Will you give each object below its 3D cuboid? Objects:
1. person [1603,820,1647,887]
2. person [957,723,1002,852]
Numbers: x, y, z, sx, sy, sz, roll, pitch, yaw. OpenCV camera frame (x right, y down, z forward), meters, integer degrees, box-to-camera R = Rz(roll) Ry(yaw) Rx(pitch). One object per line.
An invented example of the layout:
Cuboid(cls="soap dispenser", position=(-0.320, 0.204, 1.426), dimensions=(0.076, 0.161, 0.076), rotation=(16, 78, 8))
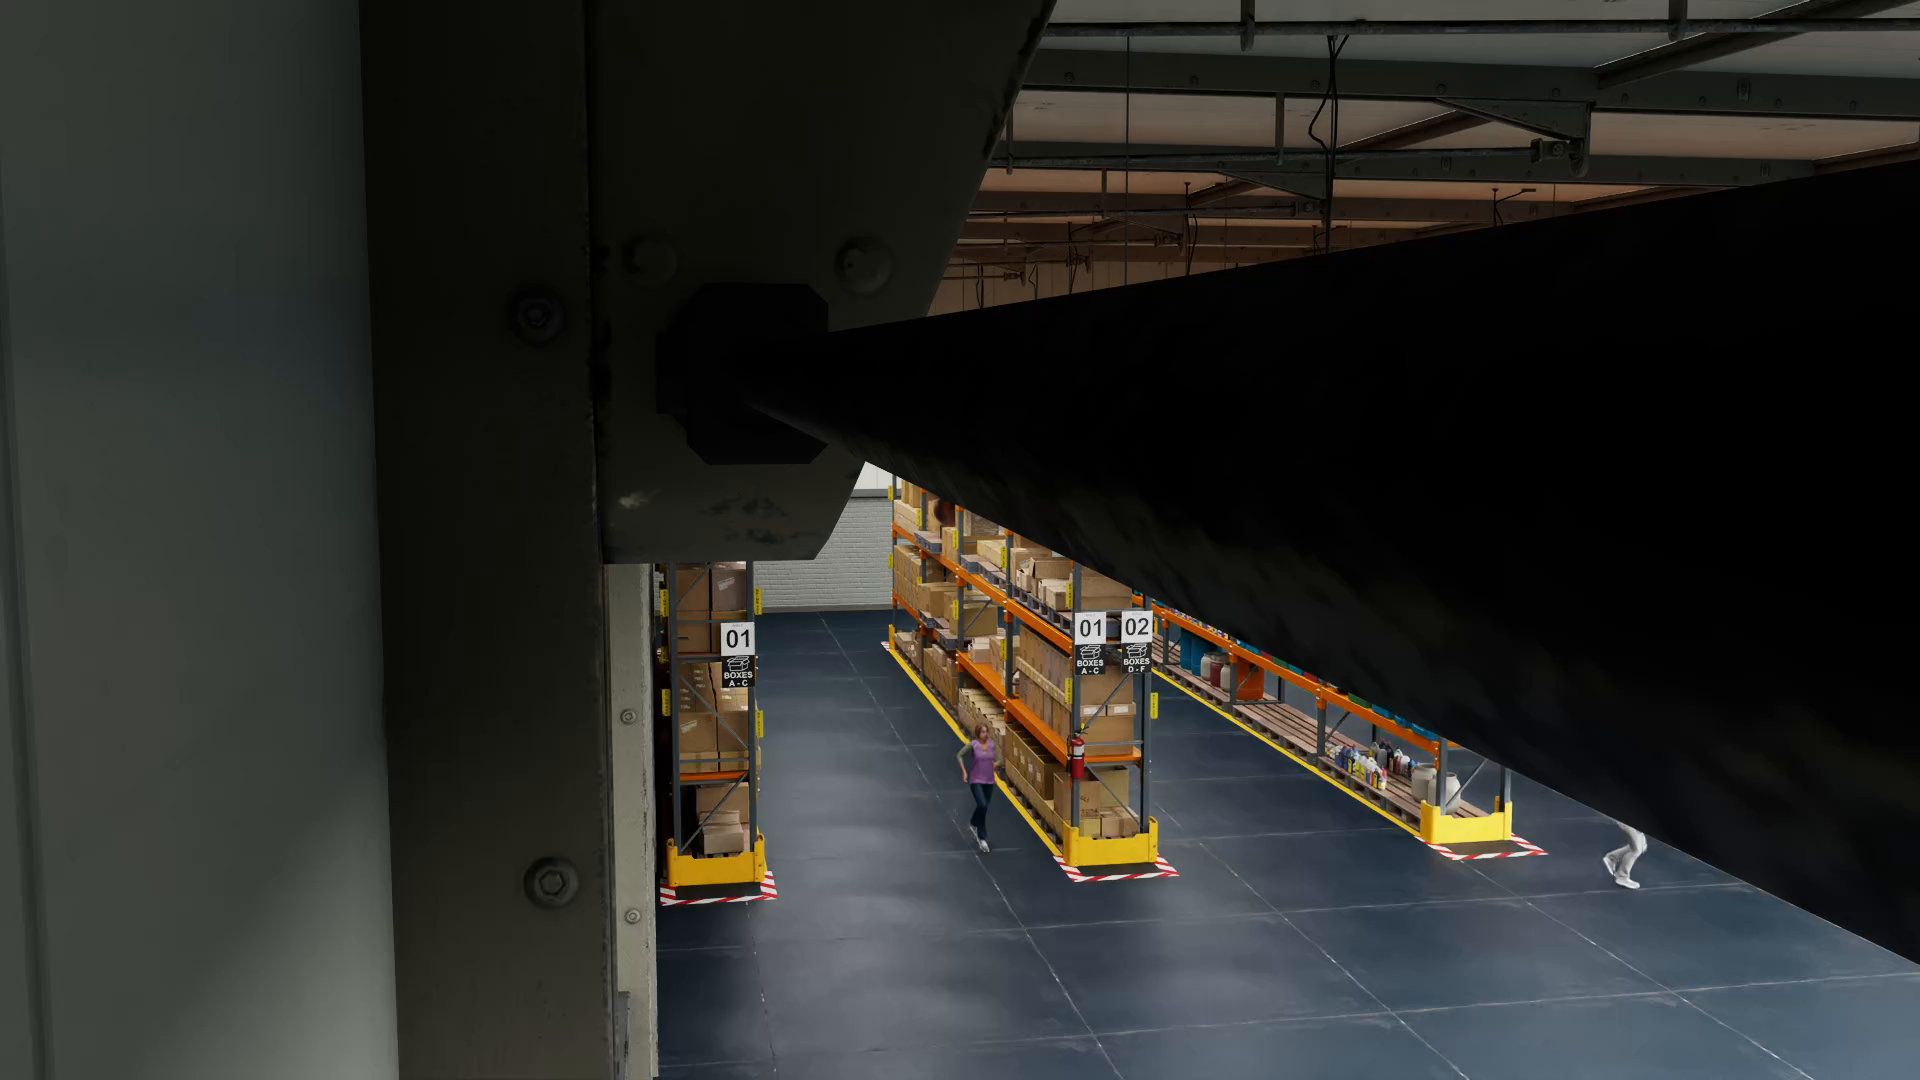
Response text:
Cuboid(cls="person", position=(8.050, 3.403, 20.002), dimensions=(0.542, 1.569, 0.559), rotation=(2, 6, 17))
Cuboid(cls="person", position=(0.274, 3.190, 21.684), dimensions=(0.507, 1.646, 0.728), rotation=(-3, 7, -28))
